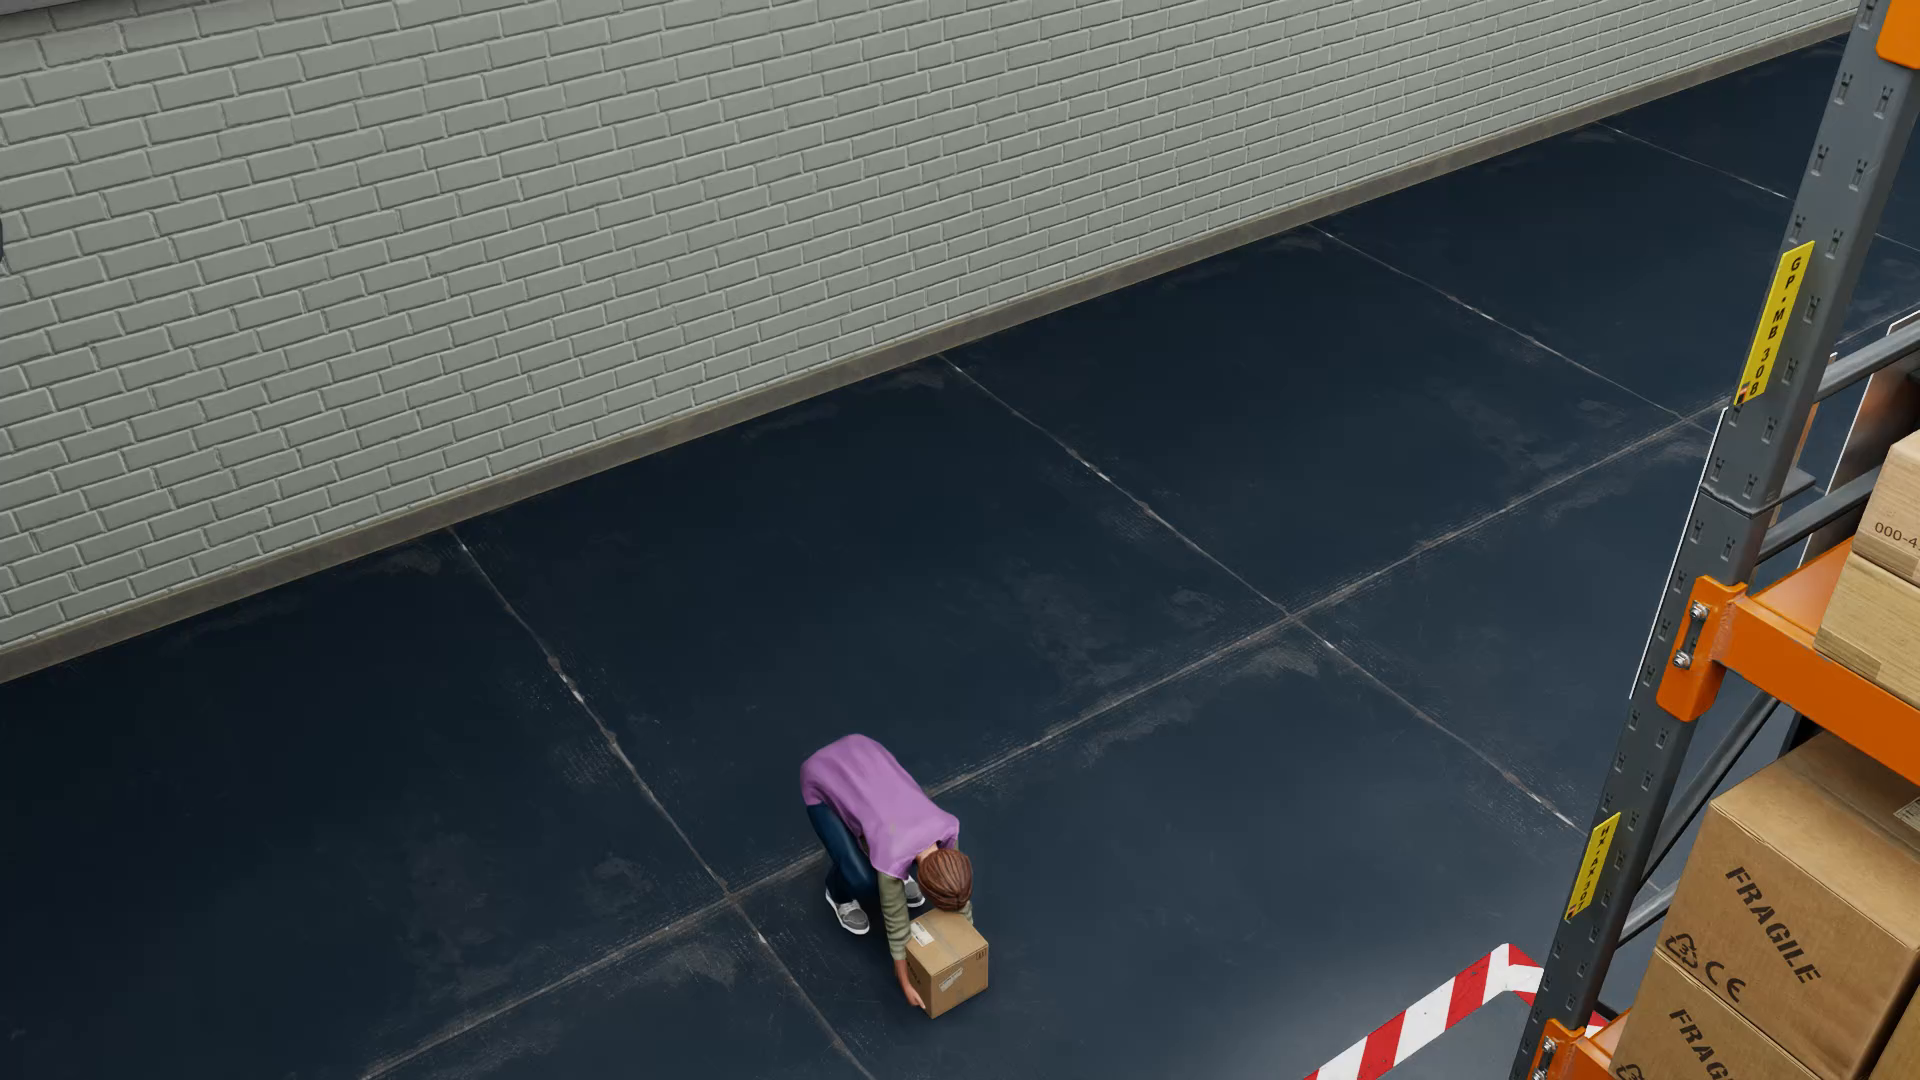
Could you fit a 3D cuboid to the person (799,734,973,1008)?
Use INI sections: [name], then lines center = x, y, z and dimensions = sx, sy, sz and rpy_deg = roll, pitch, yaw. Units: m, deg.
[person]
center = -0.247, 1.179, 6.152
dimensions = 0.429, 0.778, 0.871
rpy_deg = -24, 43, -29
